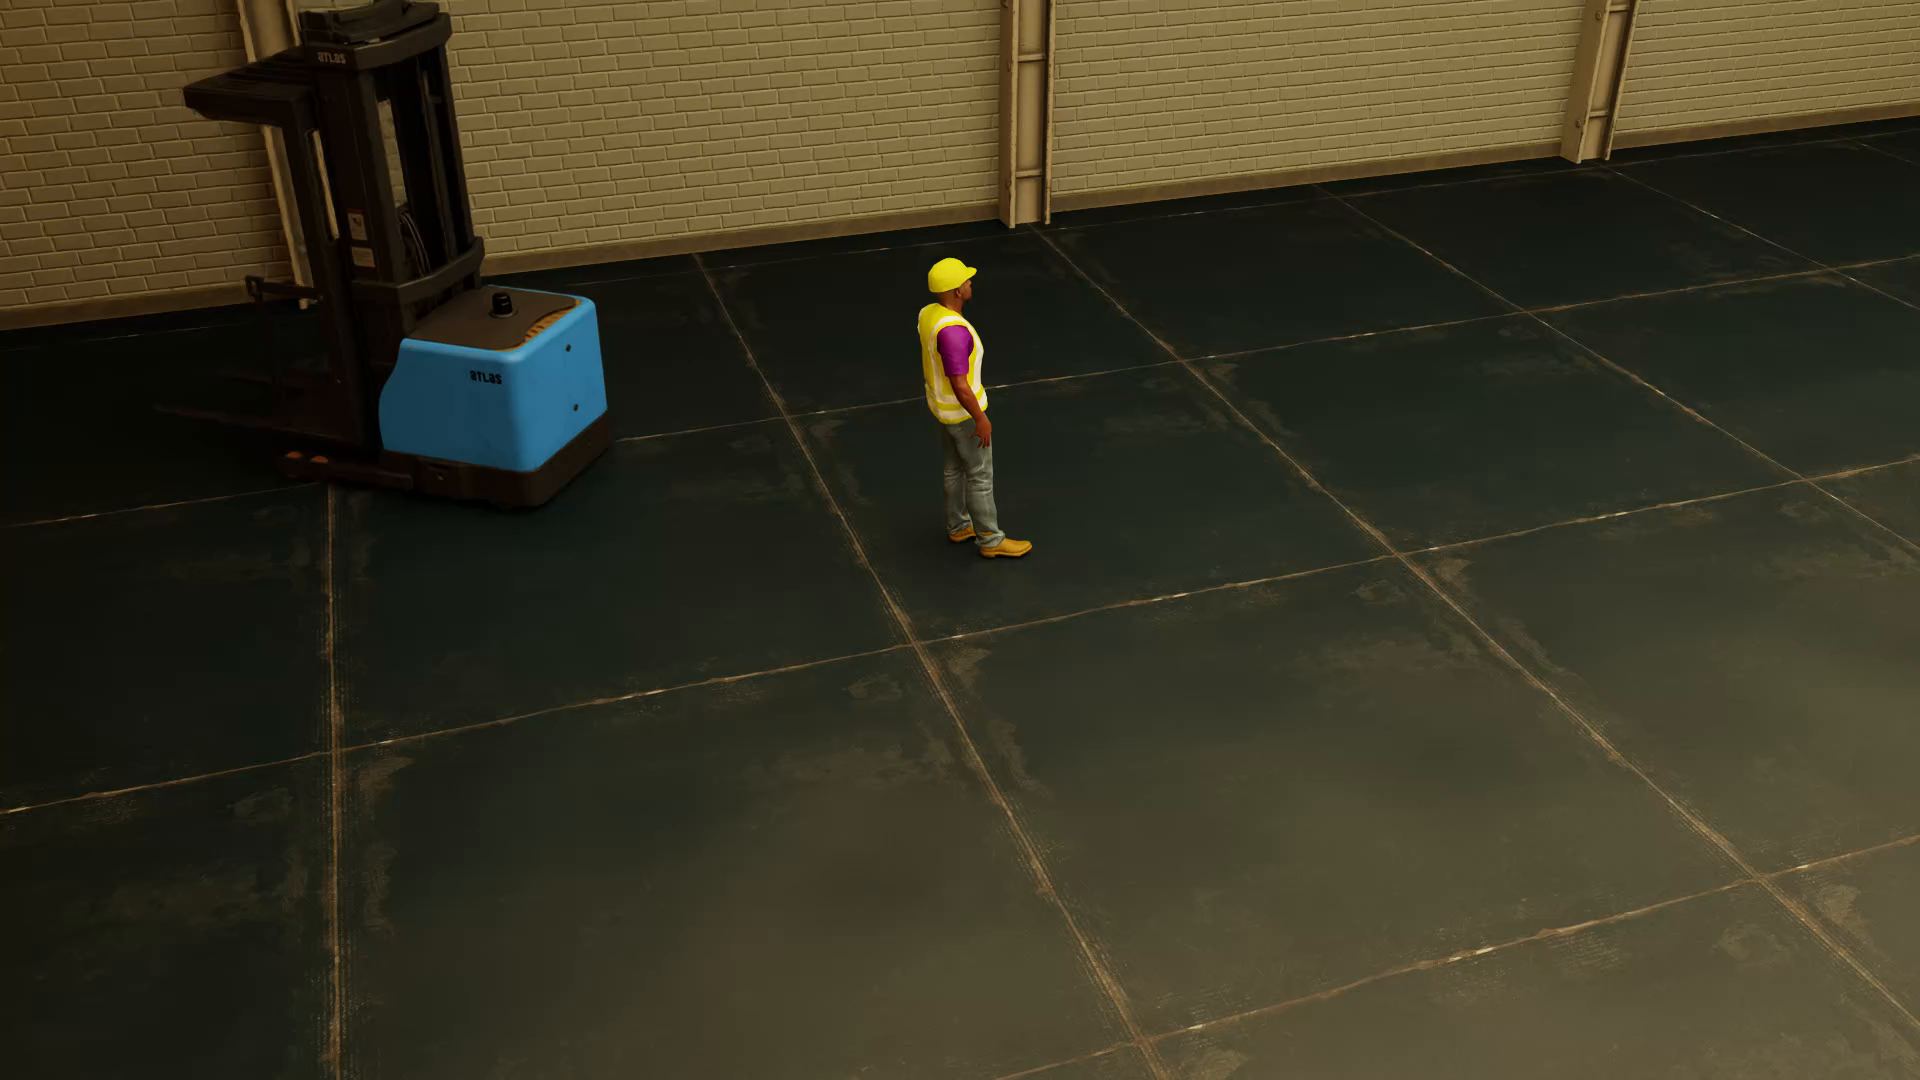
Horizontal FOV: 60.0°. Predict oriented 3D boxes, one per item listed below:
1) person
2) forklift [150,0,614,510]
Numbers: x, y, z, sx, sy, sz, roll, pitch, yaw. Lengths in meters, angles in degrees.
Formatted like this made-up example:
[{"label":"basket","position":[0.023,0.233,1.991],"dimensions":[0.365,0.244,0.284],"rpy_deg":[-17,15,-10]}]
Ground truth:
[{"label":"person","position":[0.067,-0.780,9.596],"dimensions":[0.577,1.765,0.666],"rpy_deg":[-10,31,-16]},{"label":"forklift","position":[-3.870,-1.879,10.354],"dimensions":[3.031,2.935,1.130],"rpy_deg":[9,31,16]}]
